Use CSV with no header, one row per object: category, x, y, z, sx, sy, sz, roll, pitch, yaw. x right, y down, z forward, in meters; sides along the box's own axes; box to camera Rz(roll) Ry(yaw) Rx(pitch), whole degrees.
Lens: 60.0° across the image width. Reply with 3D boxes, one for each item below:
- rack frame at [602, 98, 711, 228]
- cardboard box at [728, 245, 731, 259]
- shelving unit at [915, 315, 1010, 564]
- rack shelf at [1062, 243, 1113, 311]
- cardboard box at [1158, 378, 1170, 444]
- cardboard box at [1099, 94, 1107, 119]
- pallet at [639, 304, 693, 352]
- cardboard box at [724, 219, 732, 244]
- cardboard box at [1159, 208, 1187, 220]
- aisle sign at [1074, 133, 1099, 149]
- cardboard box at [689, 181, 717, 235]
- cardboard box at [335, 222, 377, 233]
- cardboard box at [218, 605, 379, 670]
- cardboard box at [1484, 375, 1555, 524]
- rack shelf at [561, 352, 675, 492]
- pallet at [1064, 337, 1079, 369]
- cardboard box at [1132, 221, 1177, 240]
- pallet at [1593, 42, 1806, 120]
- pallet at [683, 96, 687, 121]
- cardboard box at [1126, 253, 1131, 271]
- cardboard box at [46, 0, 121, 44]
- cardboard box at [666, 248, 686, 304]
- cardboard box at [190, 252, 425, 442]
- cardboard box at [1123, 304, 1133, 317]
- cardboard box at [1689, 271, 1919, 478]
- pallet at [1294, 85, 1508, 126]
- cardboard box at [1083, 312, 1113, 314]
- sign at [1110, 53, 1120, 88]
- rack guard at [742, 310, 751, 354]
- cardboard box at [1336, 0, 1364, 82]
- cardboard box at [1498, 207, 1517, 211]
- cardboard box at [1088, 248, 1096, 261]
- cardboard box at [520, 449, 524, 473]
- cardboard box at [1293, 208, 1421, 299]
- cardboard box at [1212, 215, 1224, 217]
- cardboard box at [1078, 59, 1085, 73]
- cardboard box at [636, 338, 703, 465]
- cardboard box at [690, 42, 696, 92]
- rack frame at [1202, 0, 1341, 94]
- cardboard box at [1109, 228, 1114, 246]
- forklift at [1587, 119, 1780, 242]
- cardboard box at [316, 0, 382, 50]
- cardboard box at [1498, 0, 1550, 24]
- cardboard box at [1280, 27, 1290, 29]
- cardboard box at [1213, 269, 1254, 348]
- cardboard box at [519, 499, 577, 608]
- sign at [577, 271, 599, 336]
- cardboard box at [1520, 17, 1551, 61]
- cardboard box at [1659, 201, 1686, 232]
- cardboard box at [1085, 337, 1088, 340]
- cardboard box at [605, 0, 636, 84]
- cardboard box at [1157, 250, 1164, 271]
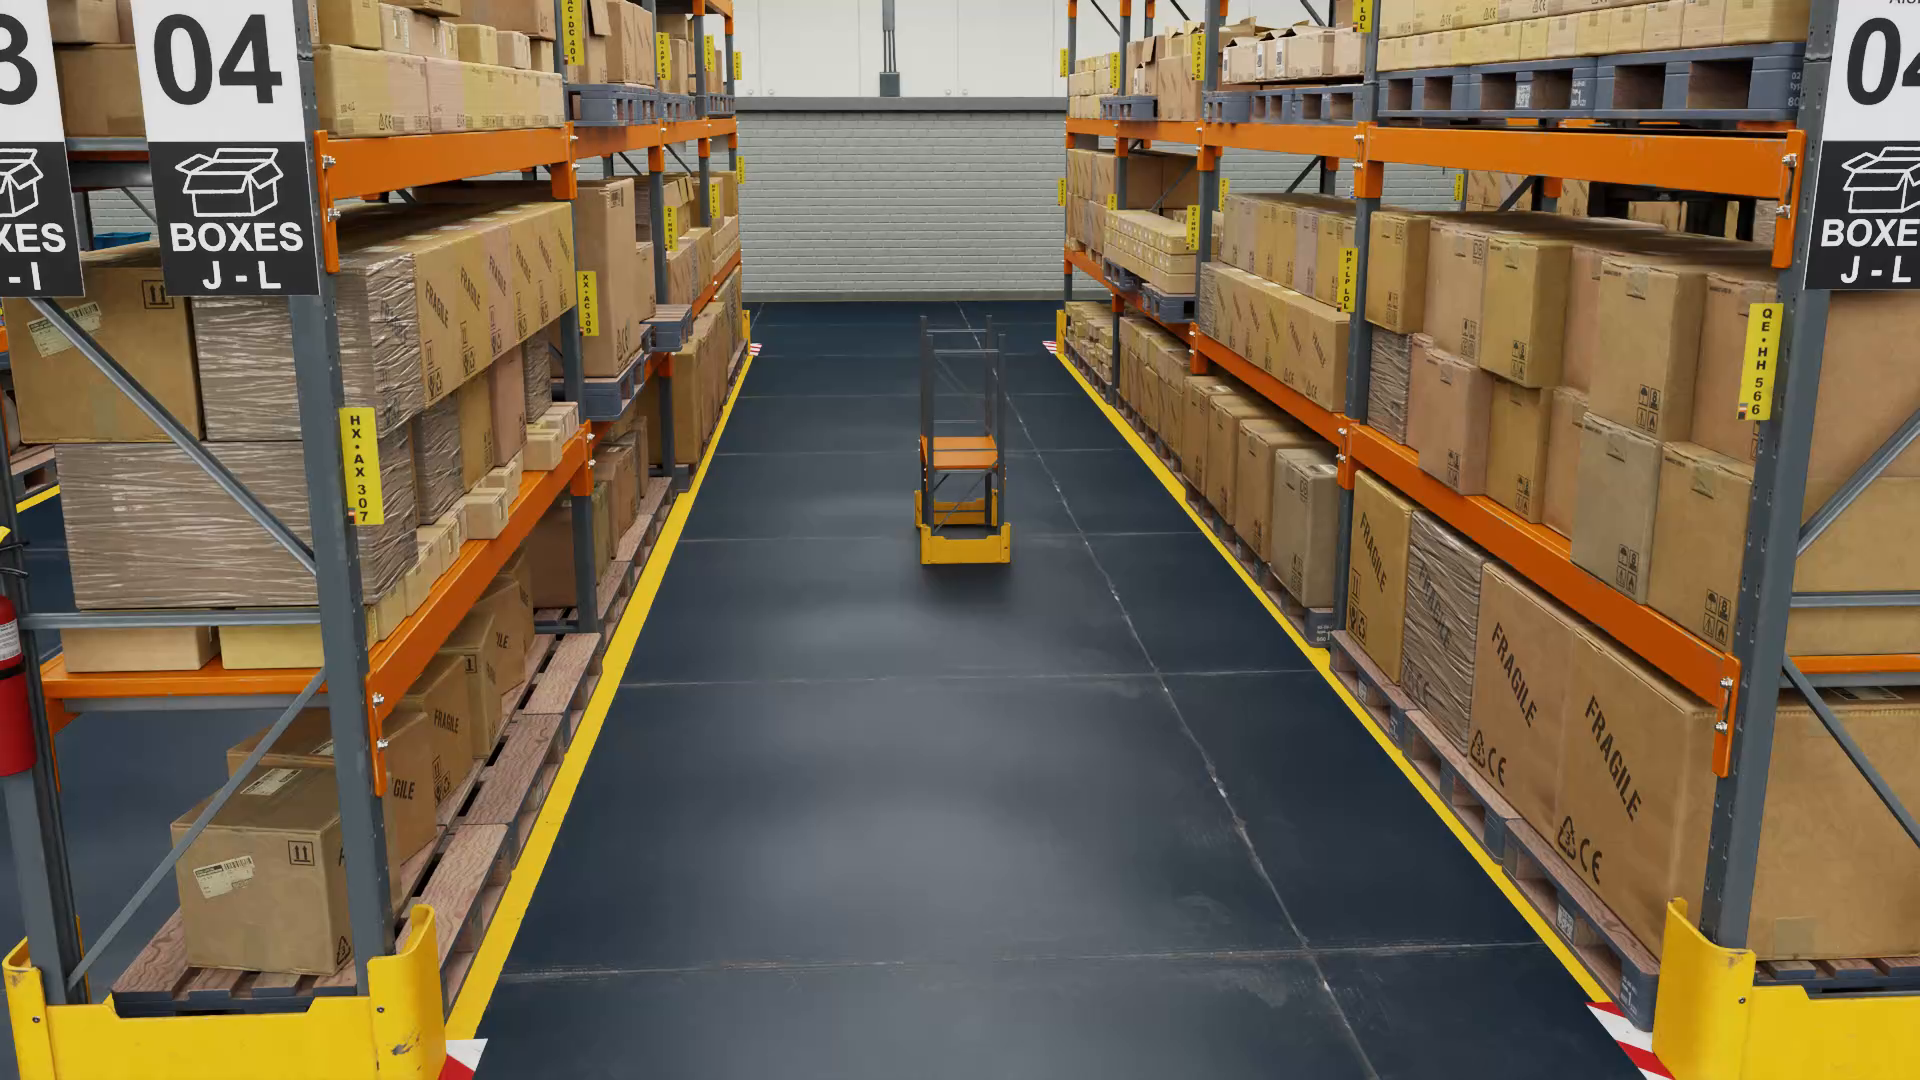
rack frame,-2.925,-2.758,16.225,1.000,3.000,0.127,-1,14,-3
cardboard box,-2.728,-3.167,18.320,0.380,0.149,0.250,-1,14,-2
shelving unit,0.005,-0.707,11.266,0.587,1.500,1.083,-1,14,-3
rack shelf,1.907,-2.958,18.447,1.077,0.370,4.000,-1,14,-3
cardboard box,1.949,-1.096,13.940,0.500,0.500,0.500,0,14,-1
cardboard box,1.712,-4.431,17.011,0.500,0.250,0.500,-1,14,-4
pallet,-2.527,-1.494,11.700,1.213,0.211,1.003,-1,14,-3
cardboard box,-2.816,-3.455,18.638,0.500,0.250,0.500,-1,14,-5
cardboard box,2.252,-3.129,16.869,0.500,0.500,0.500,-1,14,-4
aisle sign,1.479,-5.076,20.020,0.394,0.787,0.004,-1,14,-3
cardboard box,-2.700,-3.315,16.591,0.500,0.500,0.500,-1,14,-3
cardboard box,-2.551,-0.956,6.418,0.500,0.500,0.500,-1,14,-3
cardboard box,-1.962,0.274,4.947,0.380,0.149,0.250,-1,14,-3
cardboard box,2.667,-0.398,6.752,0.875,0.550,0.500,-1,14,-3
rack shelf,-2.554,-0.917,10.515,1.077,0.370,4.000,-1,14,-3
pallet,1.803,-2.232,19.778,1.003,0.211,1.213,-1,14,-3
cardboard box,1.698,-2.685,14.411,0.380,0.149,0.250,0,14,-2
pallet,2.718,-1.419,5.179,1.003,0.211,1.213,-1,14,-3
pallet,-2.843,-3.561,13.708,1.003,0.211,1.213,0,14,-1
cardboard box,1.683,-2.461,14.733,0.380,0.149,0.250,-1,14,-4
cardboard box,-2.511,-1.411,4.470,0.380,0.149,0.250,-1,14,-3
cardboard box,-2.470,-2.065,13.330,0.500,0.500,0.500,-1,14,-5
cardboard box,-1.944,-0.591,4.999,0.500,0.500,0.500,-1,14,-3
cardboard box,2.027,-2.724,19.777,0.380,0.149,0.250,-1,14,-2
cardboard box,2.790,-0.513,5.033,0.875,0.550,0.550,-1,14,-3
pallet,2.421,-2.407,9.225,0.805,0.209,1.217,-1,15,-6
cardboard box,1.607,-2.518,18.979,0.380,0.149,0.250,0,14,-1
sign,1.490,-4.502,15.946,0.100,0.325,0.005,-1,14,-3
rack guard,-3.175,-2.548,20.426,1.175,0.500,0.348,-1,14,-3
cardboard box,2.666,-3.139,10.444,0.500,0.500,0.500,-1,14,-3
cardboard box,6.534,-3.578,19.212,0.500,0.500,0.500,-1,14,-4
cardboard box,1.611,-3.143,18.225,0.380,0.149,0.250,-1,14,-2
cardboard box,-2.151,-0.347,7.361,0.380,0.149,0.250,-1,14,-3
cardboard box,2.425,-1.729,10.020,0.700,0.500,0.500,-1,14,-3
cardboard box,2.299,-2.886,15.190,0.380,0.149,0.250,-1,14,-4
cardboard box,1.532,-5.342,18.748,0.380,0.149,0.250,-1,14,-3
cardboard box,-2.700,-1.109,13.239,1.225,0.875,0.875,-2,15,-6
cardboard box,-3.063,-4.838,17.047,0.700,0.500,0.500,0,14,-1
rack frame,2.279,-4.720,11.811,1.000,3.000,0.127,-1,14,-3
cardboard box,1.615,-2.865,15.708,0.380,0.149,0.250,-1,14,-5
forklift,4.900,-1.452,11.289,1.130,2.935,3.031,-1,14,-4
cardboard box,-1.888,-1.484,4.757,0.380,0.149,0.250,-1,14,-2
cardboard box,2.374,-2.093,6.281,0.500,0.250,0.500,-1,14,-3
cardboard box,2.442,-3.982,13.227,0.396,0.266,0.258,-1,14,-3
cardboard box,2.072,-1.621,11.604,0.500,0.500,0.500,-1,14,-4
cardboard box,-2.446,0.076,9.343,0.700,0.500,0.500,-2,15,-8
sign,-1.889,-1.198,8.424,0.100,0.325,0.005,-1,14,-3
cardboard box,2.322,-1.864,6.193,0.380,0.149,0.250,-1,14,-3
cardboard box,6.794,-3.079,15.265,0.500,0.500,0.500,-1,14,-5
cardboard box,1.634,-2.239,19.086,0.380,0.149,0.250,-1,14,-3
cardboard box,-2.340,-3.141,10.489,0.500,0.500,0.500,-1,14,-2
cardboard box,1.776,-2.222,13.208,0.380,0.149,0.250,0,14,-1
